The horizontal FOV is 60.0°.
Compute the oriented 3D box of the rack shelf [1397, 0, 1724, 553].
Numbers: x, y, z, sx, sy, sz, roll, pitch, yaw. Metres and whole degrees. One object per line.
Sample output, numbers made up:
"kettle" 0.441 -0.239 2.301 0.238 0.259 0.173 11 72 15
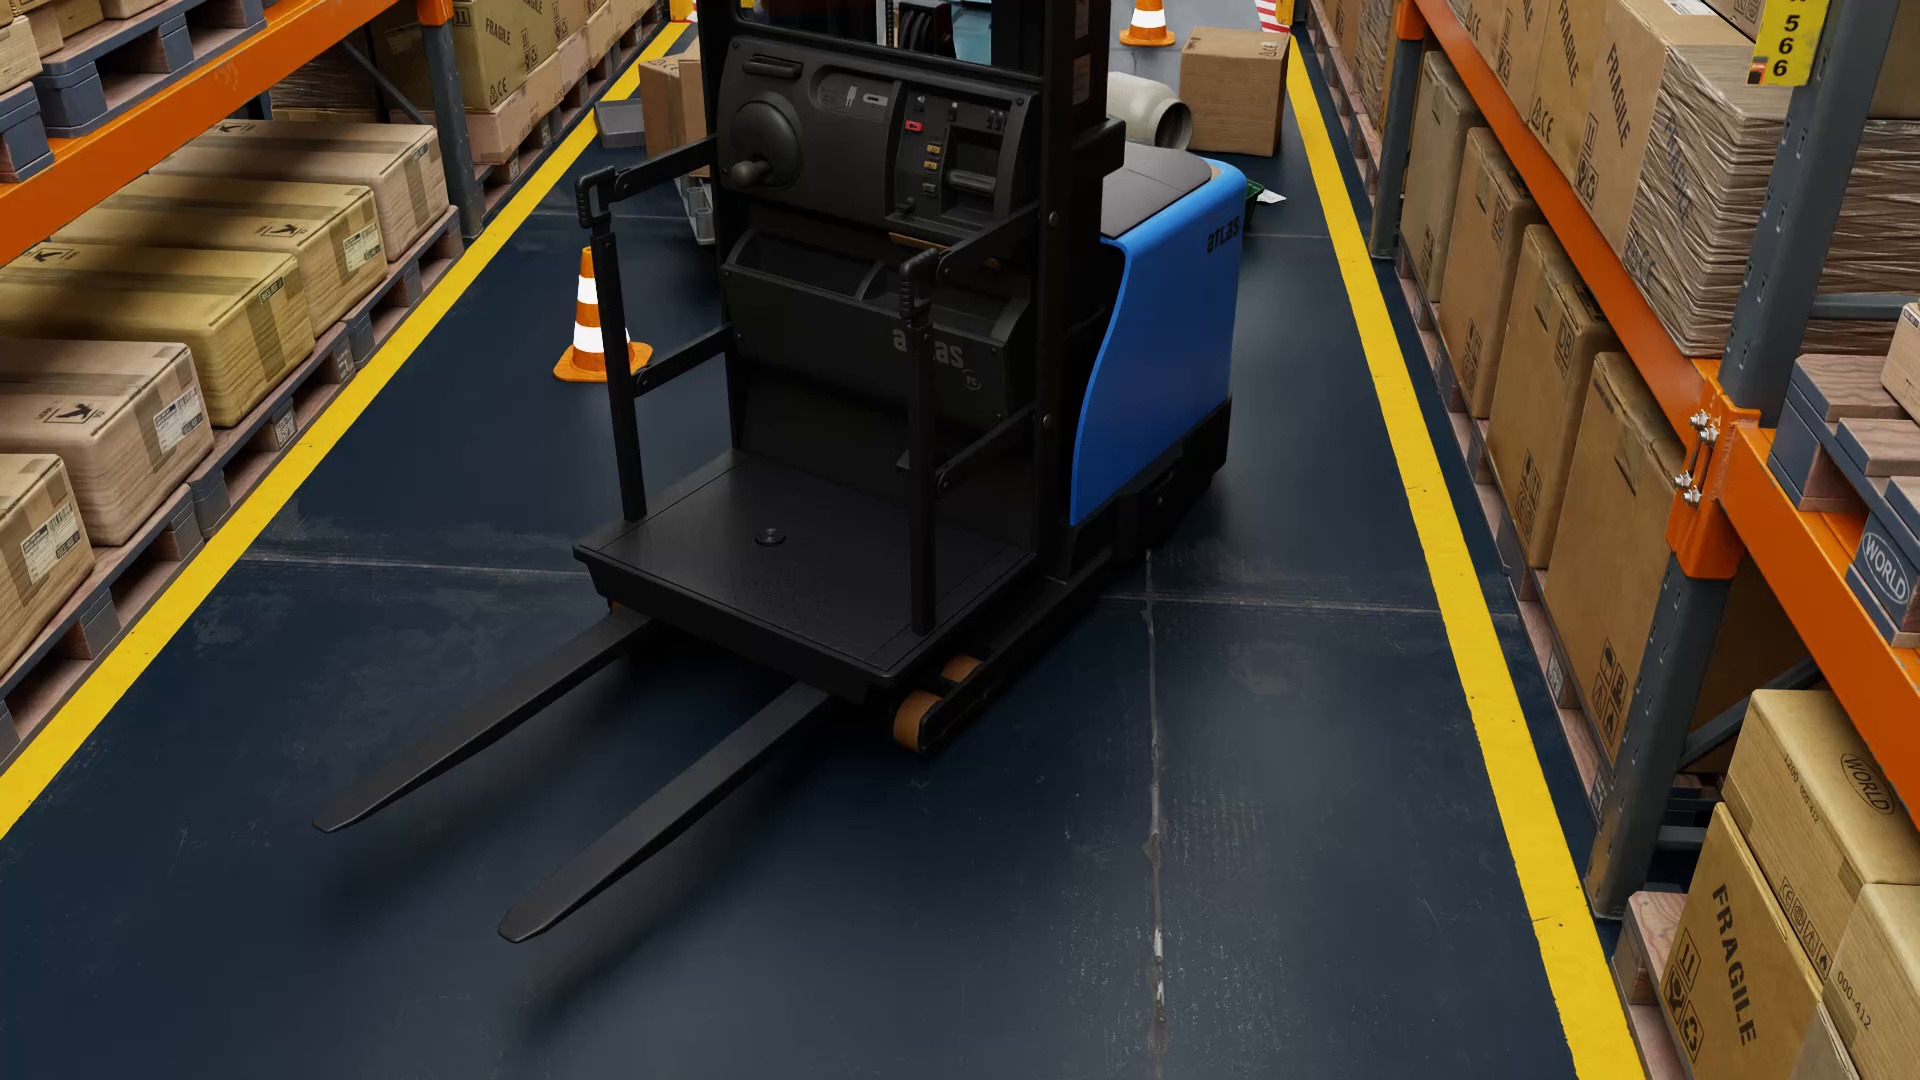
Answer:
"rack shelf" 2.126 -1.150 4.942 1.077 0.370 4.000 2 32 4

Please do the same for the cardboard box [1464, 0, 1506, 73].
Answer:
"cardboard box" 1.894 -1.755 5.144 0.500 0.500 0.500 2 32 4

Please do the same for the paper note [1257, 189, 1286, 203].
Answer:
"paper note" 1.441 -1.628 7.862 0.147 0.020 0.142 -20 37 -29

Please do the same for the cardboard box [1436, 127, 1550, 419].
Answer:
"cardboard box" 2.246 -0.890 5.579 1.050 0.750 0.750 2 32 4

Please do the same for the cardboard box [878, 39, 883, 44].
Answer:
"cardboard box" -0.421 -2.767 9.598 0.380 0.149 0.250 20 37 29

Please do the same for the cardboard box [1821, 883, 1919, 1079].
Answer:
"cardboard box" 1.625 0.772 2.406 0.500 0.250 0.500 2 32 3

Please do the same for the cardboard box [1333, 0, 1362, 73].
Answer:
"cardboard box" 2.556 -3.050 8.965 0.875 0.875 0.875 2 32 3

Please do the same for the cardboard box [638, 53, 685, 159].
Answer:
"cardboard box" -1.209 -2.099 8.177 0.500 0.500 0.500 27 41 37

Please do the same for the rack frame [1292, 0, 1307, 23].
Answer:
"rack frame" 2.615 -4.593 9.844 1.000 3.000 0.127 2 32 4

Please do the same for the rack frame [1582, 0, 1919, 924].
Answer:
"rack frame" 1.963 -0.410 3.056 1.000 3.000 0.127 2 32 4

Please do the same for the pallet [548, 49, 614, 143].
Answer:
"pallet" -2.537 -2.465 9.049 1.003 0.211 1.213 2 32 4

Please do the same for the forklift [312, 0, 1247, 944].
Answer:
"forklift" -0.353 -0.974 4.037 1.130 2.935 3.031 20 37 28

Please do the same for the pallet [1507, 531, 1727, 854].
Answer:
"pallet" 2.103 0.368 4.451 1.003 0.211 1.213 2 32 4

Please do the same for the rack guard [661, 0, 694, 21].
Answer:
"rack guard" -2.333 -3.648 10.693 1.175 0.500 0.348 2 32 4

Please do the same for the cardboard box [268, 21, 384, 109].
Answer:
"cardboard box" -2.872 -2.308 7.643 0.500 0.500 0.500 2 32 3

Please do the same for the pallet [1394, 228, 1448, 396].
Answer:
"pallet" 2.301 -0.908 6.522 1.003 0.211 1.213 2 32 4

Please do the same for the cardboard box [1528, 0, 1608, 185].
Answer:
"cardboard box" 1.815 -1.222 4.278 0.500 0.500 0.500 2 32 3

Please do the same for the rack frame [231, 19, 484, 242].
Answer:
"rack frame" -2.653 -2.660 6.707 1.000 3.000 0.127 2 32 4

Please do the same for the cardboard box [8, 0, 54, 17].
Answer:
"cardboard box" -2.639 -1.693 4.359 0.500 0.500 0.500 3 32 5

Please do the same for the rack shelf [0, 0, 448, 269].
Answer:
"rack shelf" -2.816 -1.308 5.199 1.077 0.370 4.000 2 32 4

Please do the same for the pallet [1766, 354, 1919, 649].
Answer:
"pallet" 2.011 0.049 2.494 1.213 0.211 1.003 2 32 4

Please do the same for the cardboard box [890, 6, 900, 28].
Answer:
"cardboard box" 0.053 -2.662 9.091 0.797 0.503 0.637 -20 37 -29

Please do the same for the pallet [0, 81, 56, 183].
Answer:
"pallet" -3.027 -0.864 3.976 1.213 0.211 1.003 2 32 4

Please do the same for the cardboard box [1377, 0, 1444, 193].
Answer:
"cardboard box" 2.410 -2.102 7.426 0.875 0.875 0.875 3 32 5

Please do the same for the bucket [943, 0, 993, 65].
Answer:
"bucket" 0.002 -1.925 7.185 0.726 0.611 0.620 14 44 21

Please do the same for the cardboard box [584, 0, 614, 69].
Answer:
"cardboard box" -2.212 -2.781 9.125 0.500 0.250 0.500 1 32 2

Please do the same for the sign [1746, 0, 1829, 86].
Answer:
"sign" 1.410 -0.925 2.788 0.100 0.325 0.005 2 32 4

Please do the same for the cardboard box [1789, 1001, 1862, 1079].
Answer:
"cardboard box" 1.614 1.097 2.592 0.500 0.500 0.500 3 32 5

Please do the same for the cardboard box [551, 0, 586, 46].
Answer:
"cardboard box" -2.260 -2.836 8.499 0.500 0.500 0.500 4 32 7

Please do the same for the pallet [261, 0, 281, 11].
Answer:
"pallet" -2.860 -2.185 6.119 1.003 0.211 1.213 2 32 4

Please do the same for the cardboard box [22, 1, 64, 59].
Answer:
"cardboard box" -2.657 -1.362 4.441 0.380 0.149 0.250 4 32 7

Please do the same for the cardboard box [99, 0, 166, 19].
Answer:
"cardboard box" -2.587 -1.645 4.900 0.380 0.149 0.250 3 32 6

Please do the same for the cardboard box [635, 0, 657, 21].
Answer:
"cardboard box" -2.127 -3.313 9.988 0.500 0.250 0.500 2 32 4

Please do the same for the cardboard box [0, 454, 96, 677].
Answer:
"cardboard box" -2.923 0.076 4.371 0.950 0.372 0.625 0 32 1

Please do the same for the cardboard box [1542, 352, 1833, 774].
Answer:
"cardboard box" 2.103 0.054 4.047 1.050 0.750 0.750 2 32 3

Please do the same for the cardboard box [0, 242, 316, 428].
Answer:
"cardboard box" -2.803 -0.706 5.641 0.950 0.372 0.625 3 32 6

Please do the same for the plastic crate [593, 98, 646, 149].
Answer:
"plastic crate" -1.708 -2.203 8.749 0.402 0.080 0.583 -8 33 -13

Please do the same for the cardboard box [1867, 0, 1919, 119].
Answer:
"cardboard box" 2.010 -1.113 3.148 0.700 0.500 0.500 2 32 4

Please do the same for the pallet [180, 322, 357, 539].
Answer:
"pallet" -2.812 -0.426 5.740 1.003 0.211 1.213 2 32 4

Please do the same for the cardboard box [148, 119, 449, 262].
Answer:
"cardboard box" -2.693 -1.446 6.842 0.950 0.372 0.625 3 32 5

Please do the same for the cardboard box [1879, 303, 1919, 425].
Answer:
"cardboard box" 1.726 -0.256 2.646 0.380 0.149 0.250 2 32 3

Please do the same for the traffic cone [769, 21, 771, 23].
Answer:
"traffic cone" -1.077 -3.392 10.313 0.336 0.463 0.334 2 32 4

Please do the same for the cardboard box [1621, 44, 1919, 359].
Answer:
"cardboard box" 1.732 -0.700 3.431 0.500 0.500 0.500 2 32 4

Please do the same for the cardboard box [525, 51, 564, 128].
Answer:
"cardboard box" -2.304 -2.245 8.254 0.500 0.250 0.500 4 32 7

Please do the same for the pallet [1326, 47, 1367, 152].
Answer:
"pallet" 2.526 -2.348 8.859 1.003 0.211 1.213 2 32 4

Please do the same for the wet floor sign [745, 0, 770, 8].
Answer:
"wet floor sign" -1.245 -3.803 10.806 0.267 0.644 0.232 14 34 21

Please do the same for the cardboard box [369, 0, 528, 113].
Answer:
"cardboard box" -2.336 -2.285 7.604 0.500 0.500 0.500 4 32 6
